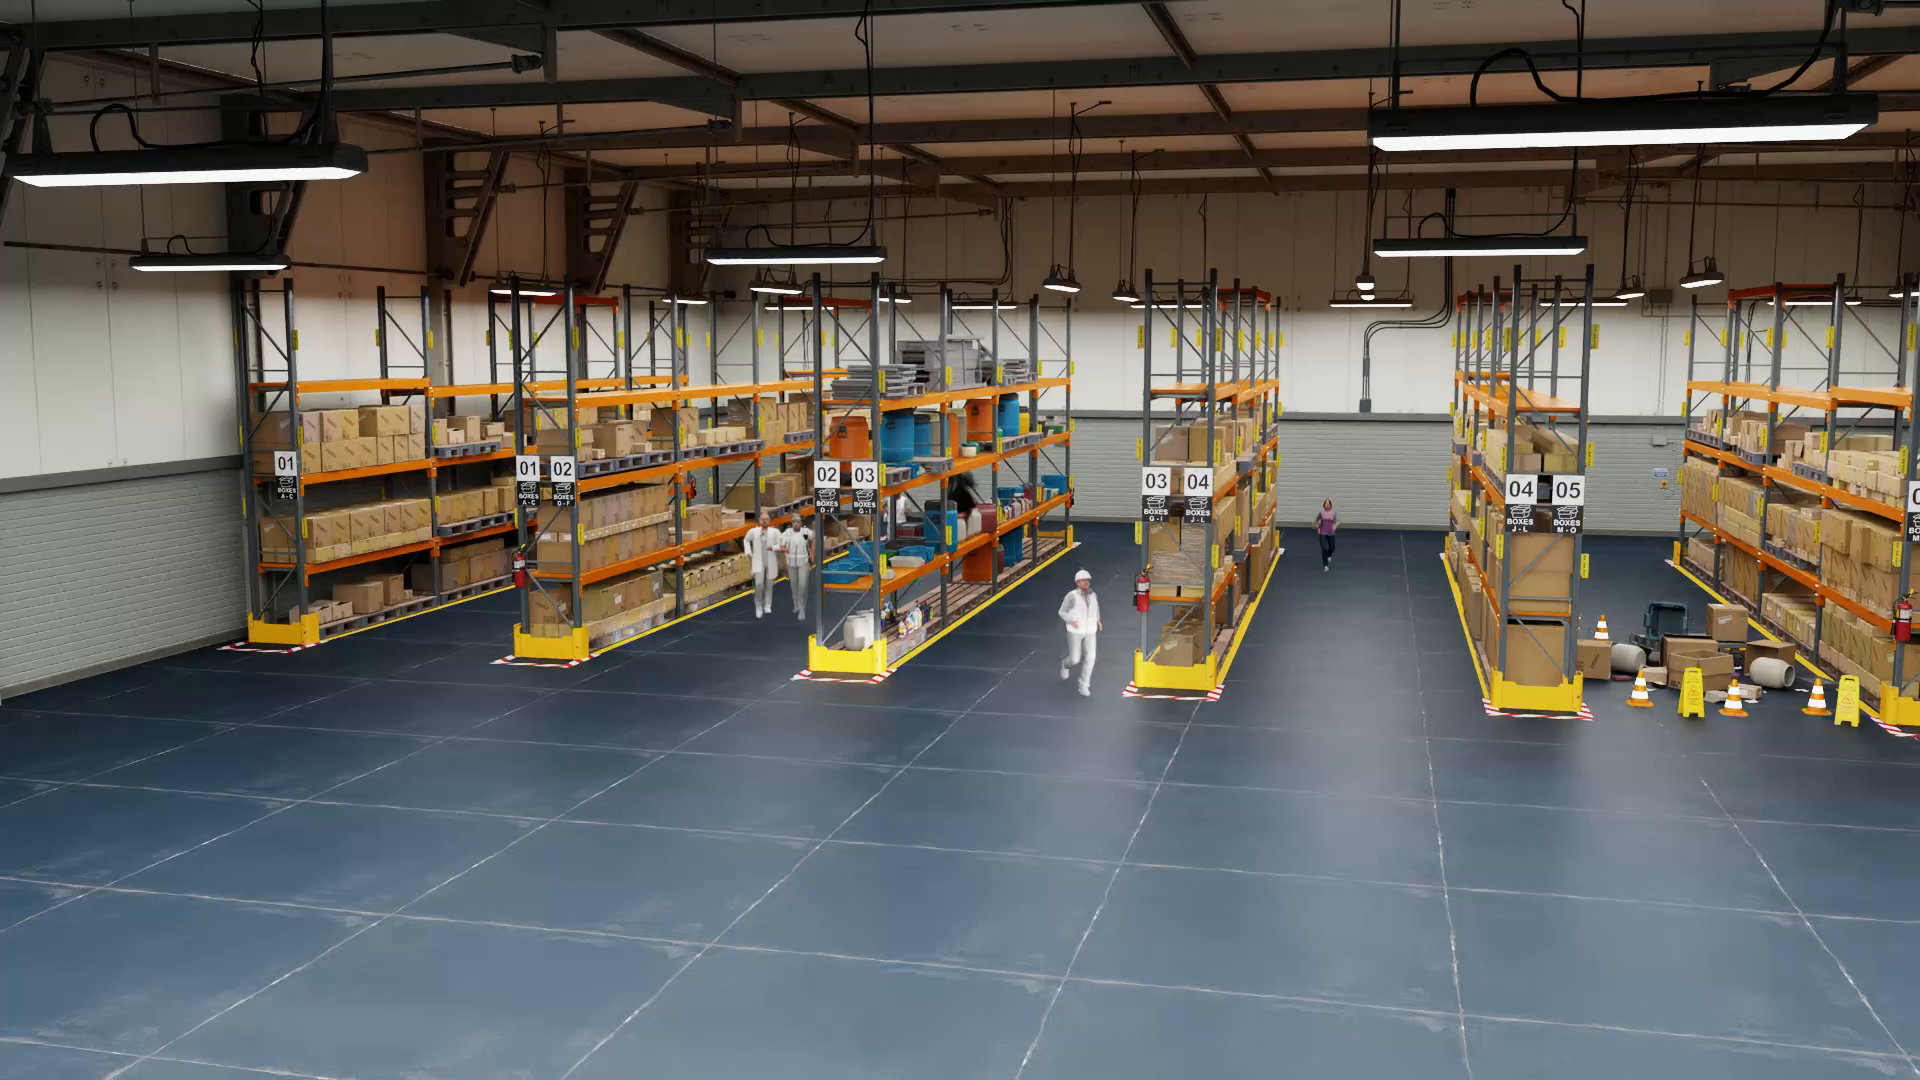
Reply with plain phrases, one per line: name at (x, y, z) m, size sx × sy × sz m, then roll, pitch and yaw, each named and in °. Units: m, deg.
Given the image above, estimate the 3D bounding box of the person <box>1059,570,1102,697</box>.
person at (1.736, 1.305, 23.803) m, size 0.689 × 1.759 × 0.862 m, roll -3°, pitch 7°, yaw -20°

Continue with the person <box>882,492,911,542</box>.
person at (-1.436, -0.356, 37.425) m, size 0.654 × 1.824 × 0.749 m, roll 0°, pitch 7°, yaw -1°

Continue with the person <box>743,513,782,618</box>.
person at (-3.377, 0.439, 28.687) m, size 0.673 × 1.801 × 0.767 m, roll -1°, pitch 7°, yaw -10°

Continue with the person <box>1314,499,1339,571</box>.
person at (7.996, -0.117, 36.309) m, size 0.539 × 1.551 × 0.622 m, roll 1°, pitch 7°, yaw 8°

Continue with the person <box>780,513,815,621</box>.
person at (-2.813, 0.426, 28.738) m, size 0.608 × 1.814 × 0.878 m, roll 1°, pitch 7°, yaw 6°
